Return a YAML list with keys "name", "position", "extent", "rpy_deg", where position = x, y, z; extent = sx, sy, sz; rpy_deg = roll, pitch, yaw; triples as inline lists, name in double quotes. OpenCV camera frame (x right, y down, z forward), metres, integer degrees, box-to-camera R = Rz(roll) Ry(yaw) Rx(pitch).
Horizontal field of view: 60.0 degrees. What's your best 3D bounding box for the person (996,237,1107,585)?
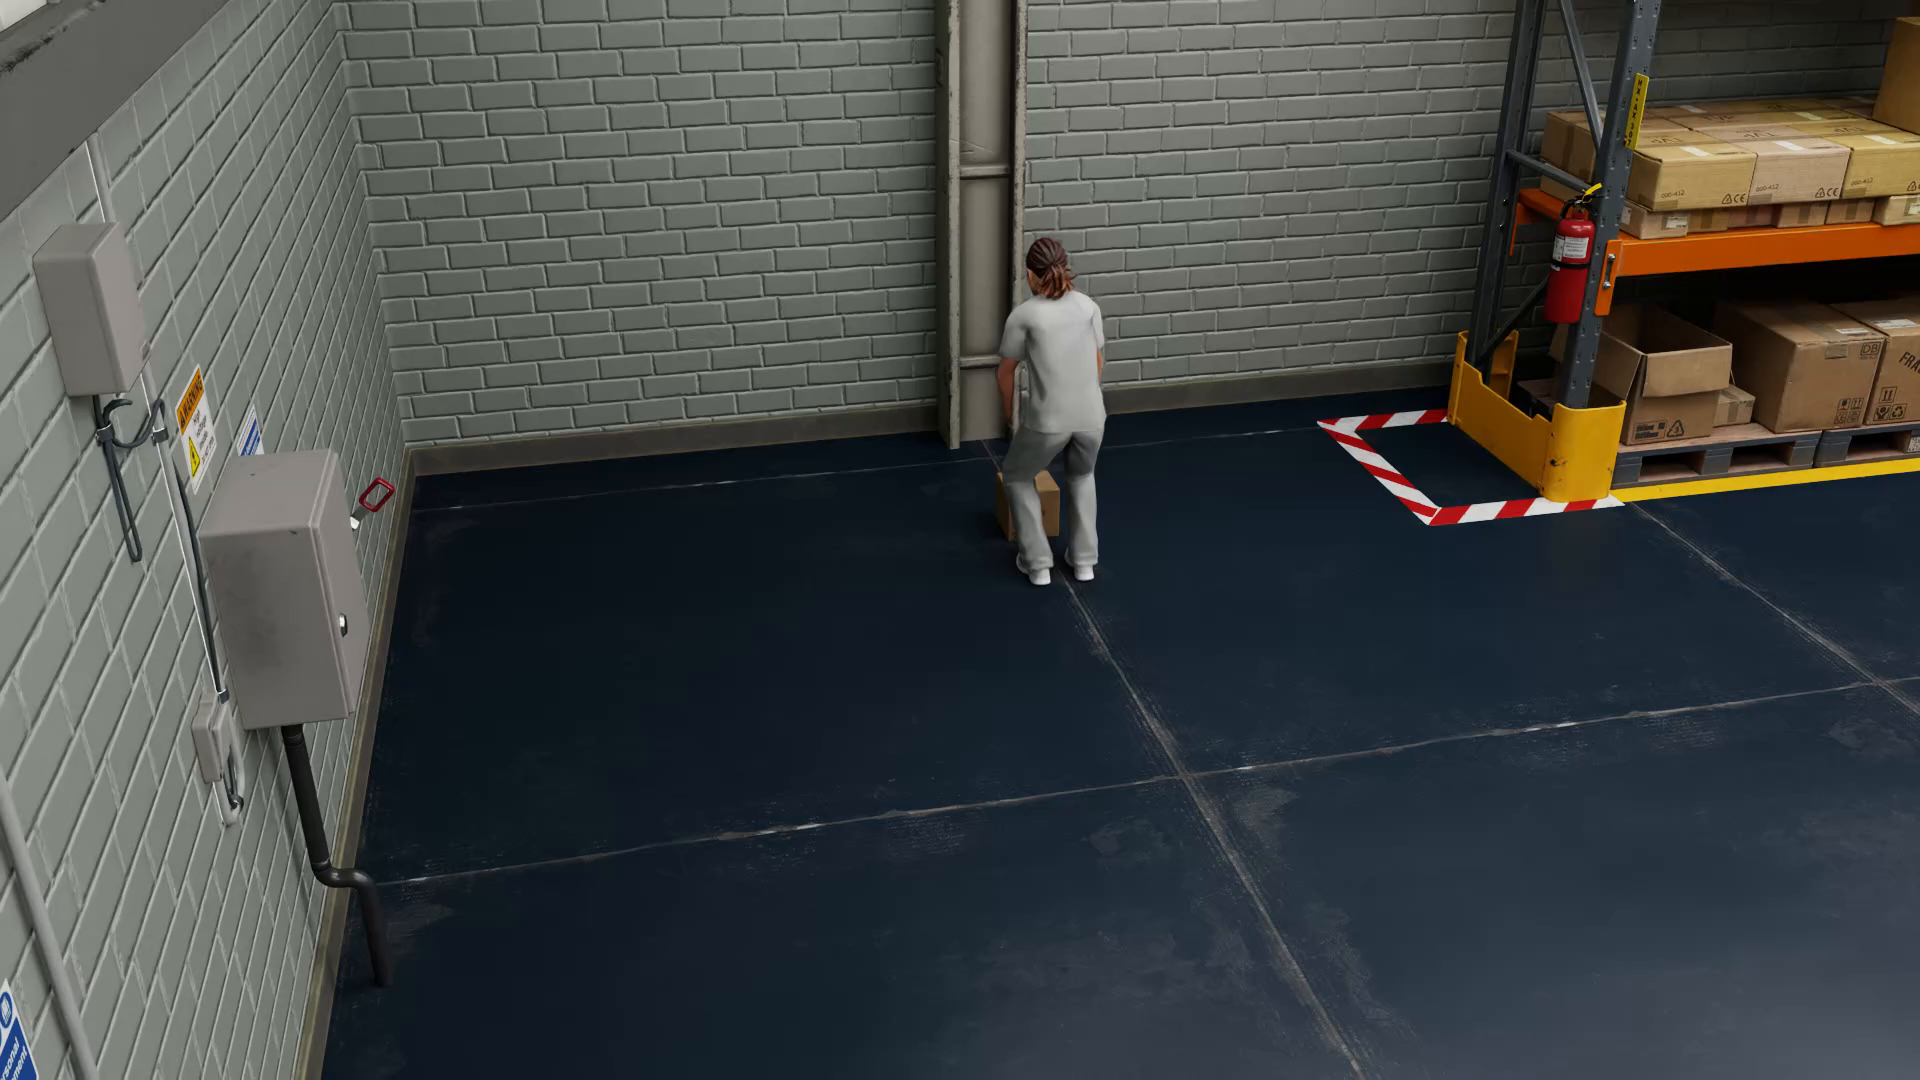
- name: "person"
  position: [0.403, -0.547, 7.363]
  extent: [0.480, 1.536, 0.511]
  rpy_deg: [-6, 27, -11]
